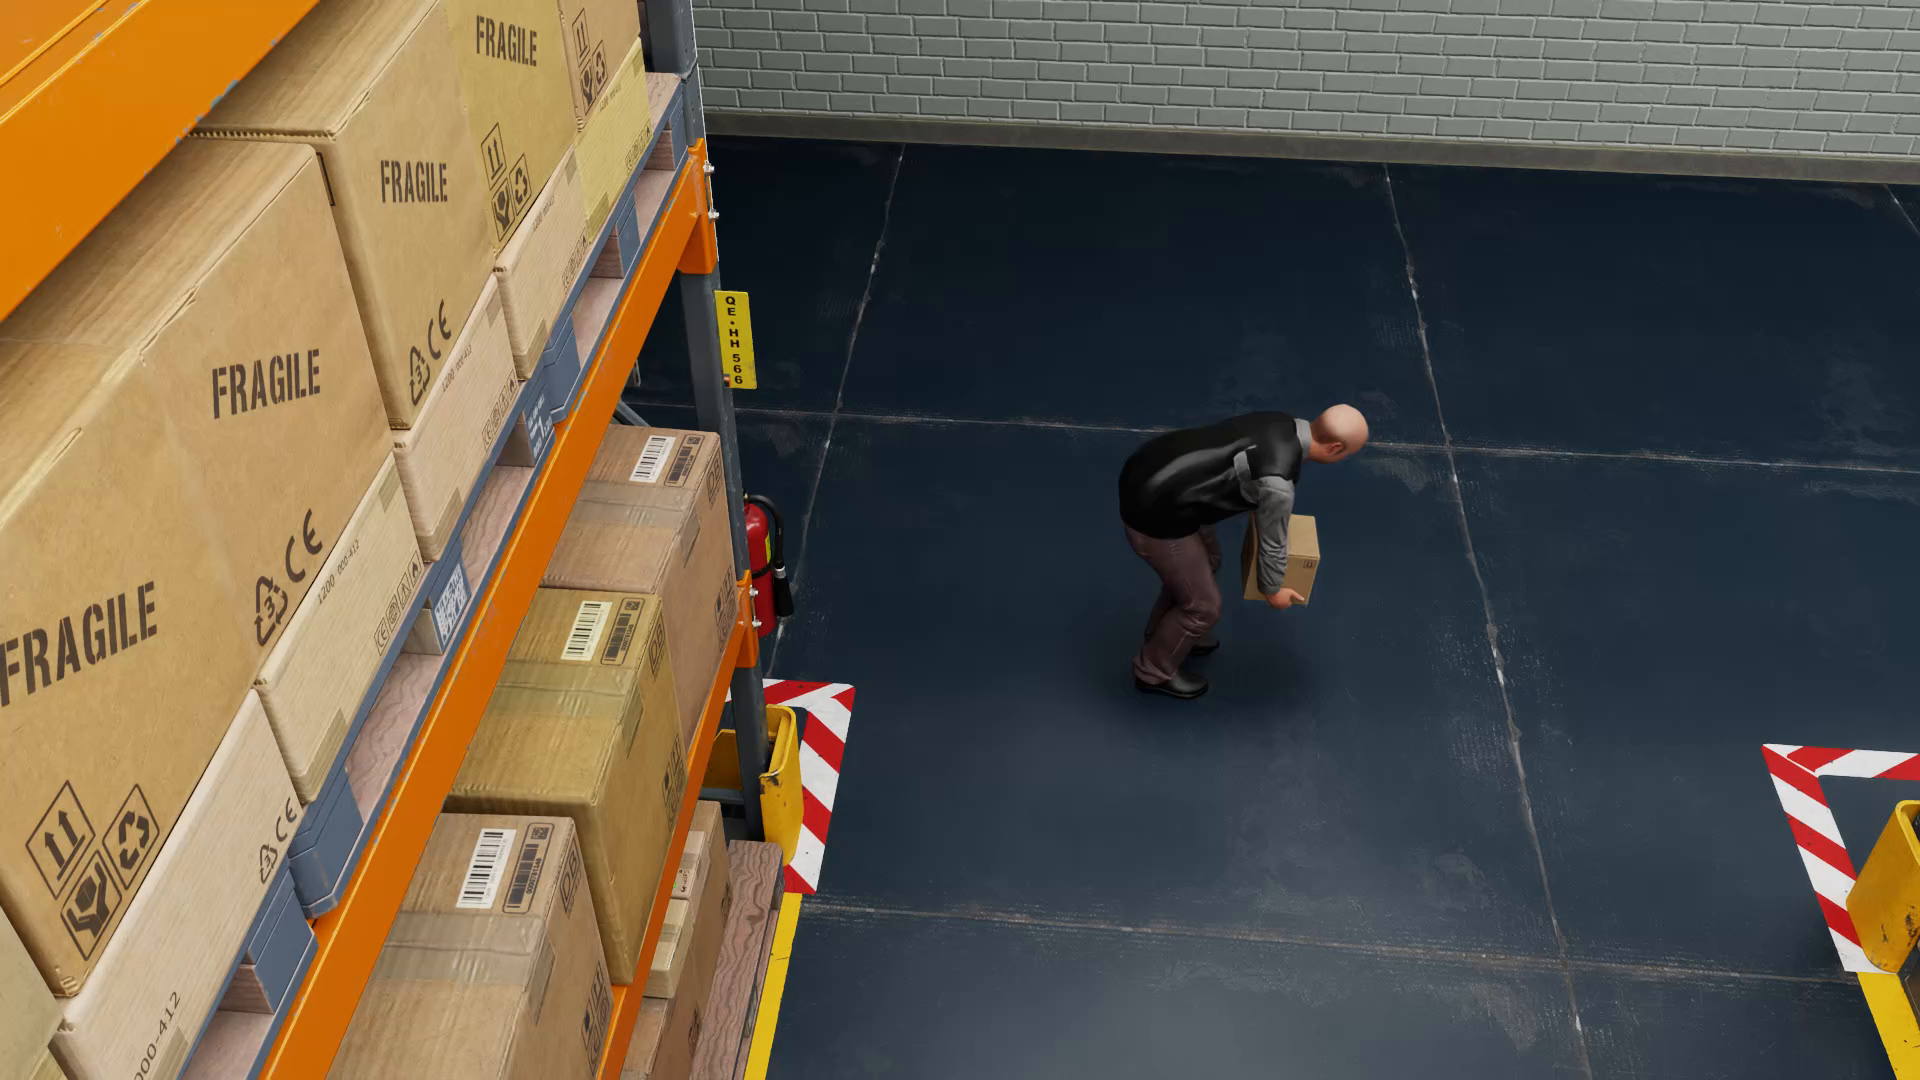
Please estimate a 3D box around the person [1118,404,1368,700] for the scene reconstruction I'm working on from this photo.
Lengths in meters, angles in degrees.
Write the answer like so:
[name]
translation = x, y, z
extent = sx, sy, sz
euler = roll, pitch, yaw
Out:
[person]
translation = 1.052, 0.018, 6.477
extent = 0.896, 1.310, 0.474
euler = 2, 40, 2
